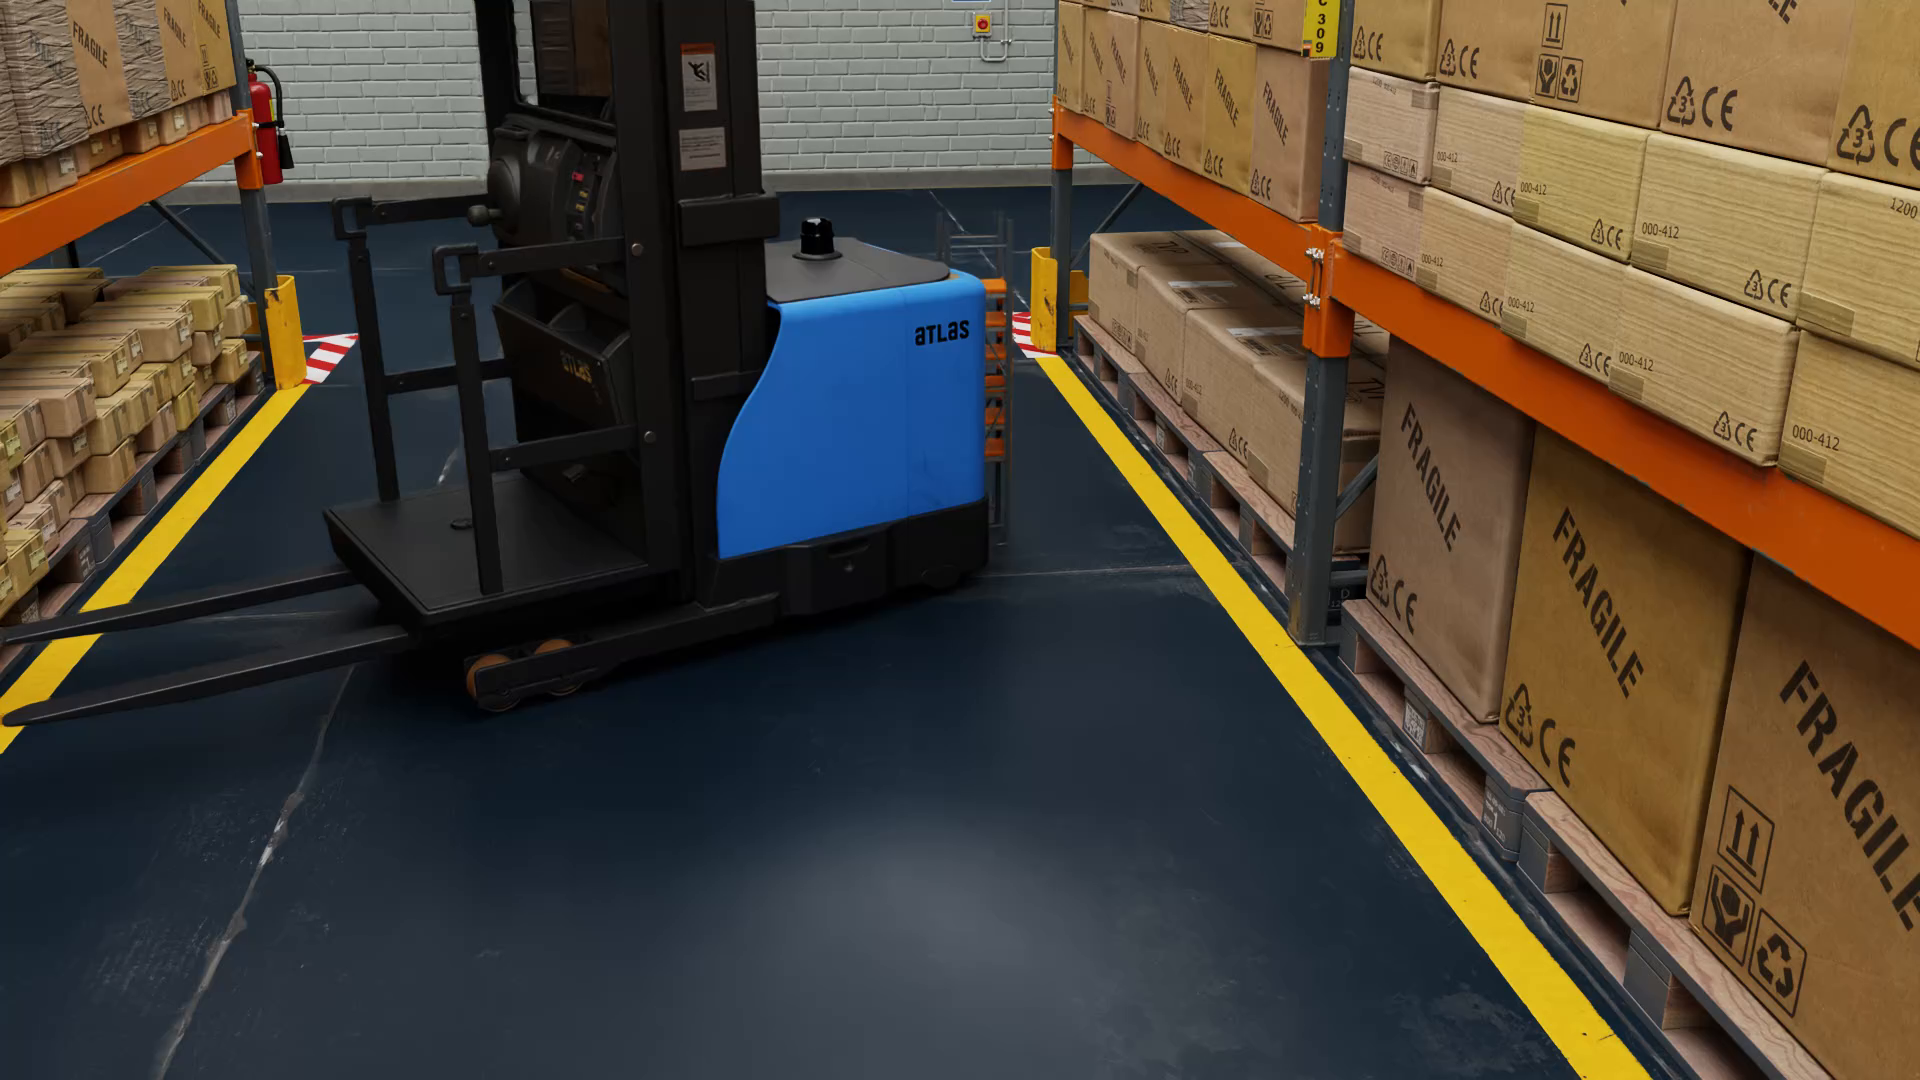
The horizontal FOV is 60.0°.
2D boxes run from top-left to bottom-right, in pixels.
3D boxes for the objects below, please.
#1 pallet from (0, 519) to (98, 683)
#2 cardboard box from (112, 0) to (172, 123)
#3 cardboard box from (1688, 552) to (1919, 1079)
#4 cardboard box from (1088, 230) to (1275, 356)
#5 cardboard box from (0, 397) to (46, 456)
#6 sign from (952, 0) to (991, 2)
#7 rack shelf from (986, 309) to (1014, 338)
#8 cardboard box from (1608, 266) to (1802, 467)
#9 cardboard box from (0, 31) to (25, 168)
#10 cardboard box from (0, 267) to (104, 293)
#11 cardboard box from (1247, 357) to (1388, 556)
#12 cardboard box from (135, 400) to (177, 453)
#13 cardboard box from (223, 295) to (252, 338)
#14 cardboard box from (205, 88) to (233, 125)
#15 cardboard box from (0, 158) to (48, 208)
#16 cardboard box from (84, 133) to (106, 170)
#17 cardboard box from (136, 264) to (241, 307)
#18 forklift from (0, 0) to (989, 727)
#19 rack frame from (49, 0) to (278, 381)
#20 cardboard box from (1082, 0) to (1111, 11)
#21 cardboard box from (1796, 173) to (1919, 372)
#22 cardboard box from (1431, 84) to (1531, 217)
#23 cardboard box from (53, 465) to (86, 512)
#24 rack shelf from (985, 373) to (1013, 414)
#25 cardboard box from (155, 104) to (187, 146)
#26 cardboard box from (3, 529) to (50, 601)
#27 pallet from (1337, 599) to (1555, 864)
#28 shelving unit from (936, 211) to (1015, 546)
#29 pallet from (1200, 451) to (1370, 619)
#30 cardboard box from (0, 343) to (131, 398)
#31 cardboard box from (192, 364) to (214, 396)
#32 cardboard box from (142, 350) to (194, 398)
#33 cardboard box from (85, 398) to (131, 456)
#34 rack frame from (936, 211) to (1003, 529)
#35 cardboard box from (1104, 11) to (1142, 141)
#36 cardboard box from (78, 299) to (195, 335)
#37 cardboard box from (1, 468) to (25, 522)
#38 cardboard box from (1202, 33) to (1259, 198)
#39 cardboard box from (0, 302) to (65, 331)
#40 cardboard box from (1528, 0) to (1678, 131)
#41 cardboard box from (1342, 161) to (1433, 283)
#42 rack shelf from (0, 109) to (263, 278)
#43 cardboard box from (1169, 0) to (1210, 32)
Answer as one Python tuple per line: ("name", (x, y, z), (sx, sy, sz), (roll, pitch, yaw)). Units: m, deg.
("pallet", (-3.452, 0.255, 5.231), (1.003, 0.211, 1.213), (-3, 21, -8))
("cardboard box", (-3.426, -1.895, 6.435), (0.500, 0.500, 0.500), (-3, 21, -8))
("cardboard box", (1.998, 0.526, 2.956), (0.875, 0.875, 0.875), (-3, 21, -7))
("cardboard box", (1.181, -1.263, 8.372), (0.875, 0.438, 0.875), (-4, 21, -10))
("cardboard box", (-3.292, -0.362, 5.523), (0.380, 0.149, 0.250), (-3, 21, -9))
("sign", (0.094, -4.586, 13.822), (0.327, 0.218, 0.001), (-3, 21, -8))
("rack shelf", (0.050, -0.753, 5.958), (0.258, 0.103, 0.180), (-3, 21, -9))
("cardboard box", (1.563, -0.338, 3.048), (0.500, 0.250, 0.500), (-3, 21, -9))
("cardboard box", (-3.221, -1.361, 5.006), (0.500, 0.500, 0.500), (-3, 21, -8))
("cardboard box", (-4.158, -1.146, 7.623), (0.380, 0.149, 0.250), (-4, 21, -10))
("cardboard box", (1.579, -0.324, 5.858), (0.875, 0.438, 0.875), (-3, 21, -9))
("cardboard box", (-3.358, -0.449, 6.606), (0.380, 0.149, 0.250), (-3, 21, -7))
("cardboard box", (-3.539, -1.037, 7.756), (0.380, 0.149, 0.250), (-3, 21, -9))
("cardboard box", (-3.570, -1.989, 7.613), (0.380, 0.149, 0.250), (-3, 21, -8))
("cardboard box", (-3.244, -1.177, 5.441), (0.380, 0.149, 0.250), (-3, 21, -7))
("cardboard box", (-3.417, -1.447, 6.163), (0.380, 0.149, 0.250), (-3, 21, -7))
("cardboard box", (-3.570, -1.174, 7.698), (0.380, 0.149, 0.250), (-3, 21, -7))
("forklift", (-1.405, -1.080, 4.917), (3.031, 2.935, 1.130), (-13, 24, -32))
("rack frame", (-3.897, -2.205, 7.833), (1.000, 3.000, 0.127), (-3, 21, -8))
("cardboard box", (0.855, -2.646, 7.441), (0.500, 0.500, 0.500), (-3, 21, -9))
("cardboard box", (1.647, -0.392, 2.479), (0.500, 0.250, 0.500), (-3, 21, -9))
("cardboard box", (1.451, -0.923, 3.900), (0.500, 0.250, 0.500), (-3, 21, -7))
("cardboard box", (-3.340, -0.176, 5.875), (0.380, 0.149, 0.250), (-4, 21, -10))
("rack shelf", (0.050, -0.528, 6.042), (0.258, 0.103, 0.180), (-3, 21, -9))
("cardboard box", (-3.461, -1.728, 6.913), (0.380, 0.149, 0.250), (-2, 21, -6))
("cardboard box", (-3.093, 0.084, 5.178), (0.380, 0.149, 0.250), (-2, 21, -6))
("pallet", (1.749, 0.465, 4.670), (1.003, 0.211, 1.213), (-3, 21, -8))
("shelving unit", (0.050, -0.570, 6.026), (0.258, 1.200, 0.189), (-3, 21, -9))
("pallet", (1.531, -0.066, 6.090), (1.003, 0.211, 1.213), (-3, 21, -8))
("cardboard box", (-3.365, -0.632, 6.246), (0.380, 0.149, 0.250), (-3, 21, -7))
("cardboard box", (-3.525, -0.715, 7.317), (0.380, 0.149, 0.250), (-3, 21, -8))
("cardboard box", (-3.375, -0.679, 6.796), (0.380, 0.149, 0.250), (-3, 21, -7))
("cardboard box", (-3.278, -0.409, 6.072), (0.380, 0.149, 0.250), (-3, 21, -8))
("rack frame", (0.035, -0.601, 6.111), (0.240, 1.200, 0.006), (-3, 21, -9))
("cardboard box", (0.928, -2.005, 7.155), (0.500, 0.500, 0.500), (-3, 21, -8))
("cardboard box", (-3.453, -0.908, 6.985), (0.380, 0.149, 0.250), (-4, 21, -10))
("cardboard box", (-3.252, -0.128, 5.321), (0.380, 0.149, 0.250), (-3, 21, -8))
("cardboard box", (1.164, -1.477, 5.741), (0.500, 0.500, 0.500), (-3, 21, -9))
("cardboard box", (-3.972, -0.882, 6.914), (0.380, 0.149, 0.250), (-4, 21, -10))
("cardboard box", (1.513, -1.105, 3.315), (0.500, 0.500, 0.500), (-3, 21, -9))
("cardboard box", (1.365, -0.869, 4.470), (0.500, 0.250, 0.500), (-3, 21, -9))
("rack shelf", (-3.609, -1.176, 6.105), (1.077, 0.370, 4.000), (-3, 21, -8))
("cardboard box", (1.074, -2.121, 6.037), (0.500, 0.500, 0.500), (-3, 21, -7))
